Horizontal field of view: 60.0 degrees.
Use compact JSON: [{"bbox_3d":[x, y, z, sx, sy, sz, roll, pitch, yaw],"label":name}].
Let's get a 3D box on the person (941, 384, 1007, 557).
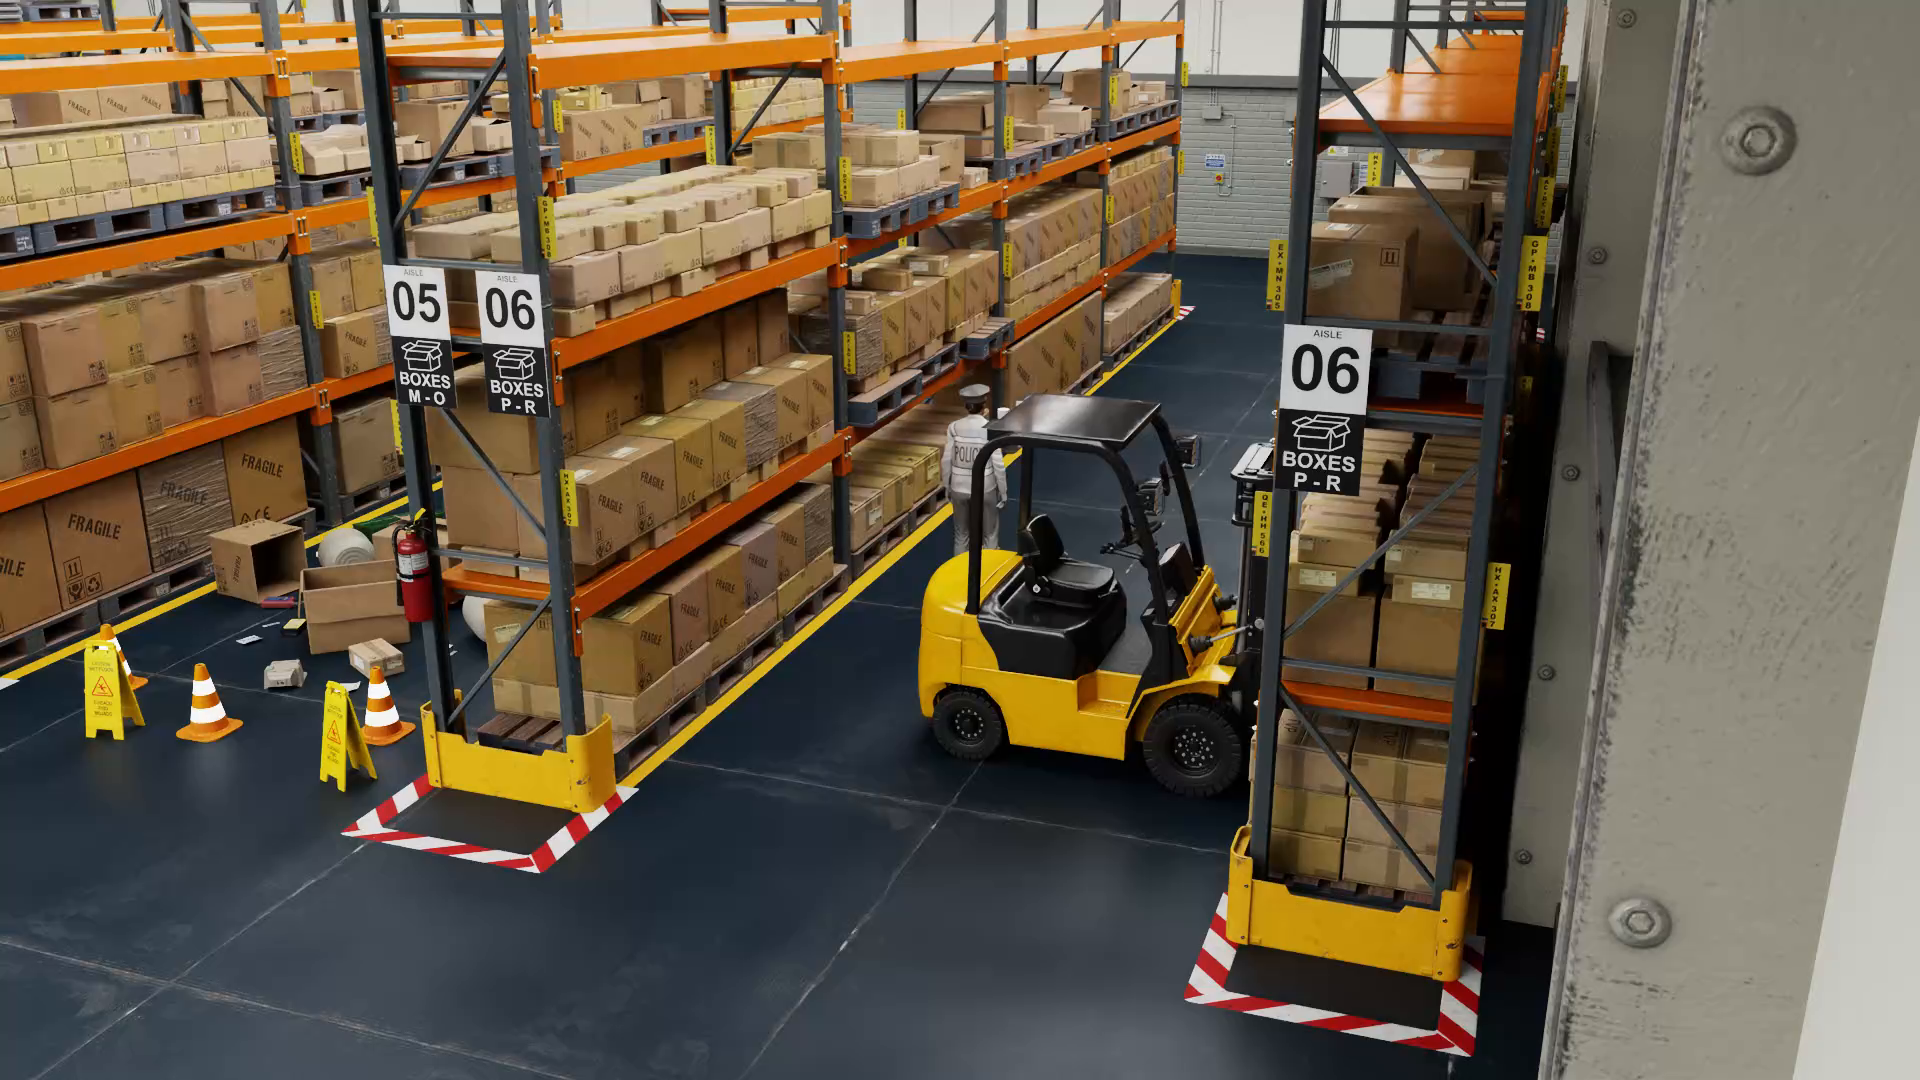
[{"bbox_3d":[0.117,-0.391,13.207,0.530,1.663,0.377,6,20,17],"label":"person"}]
